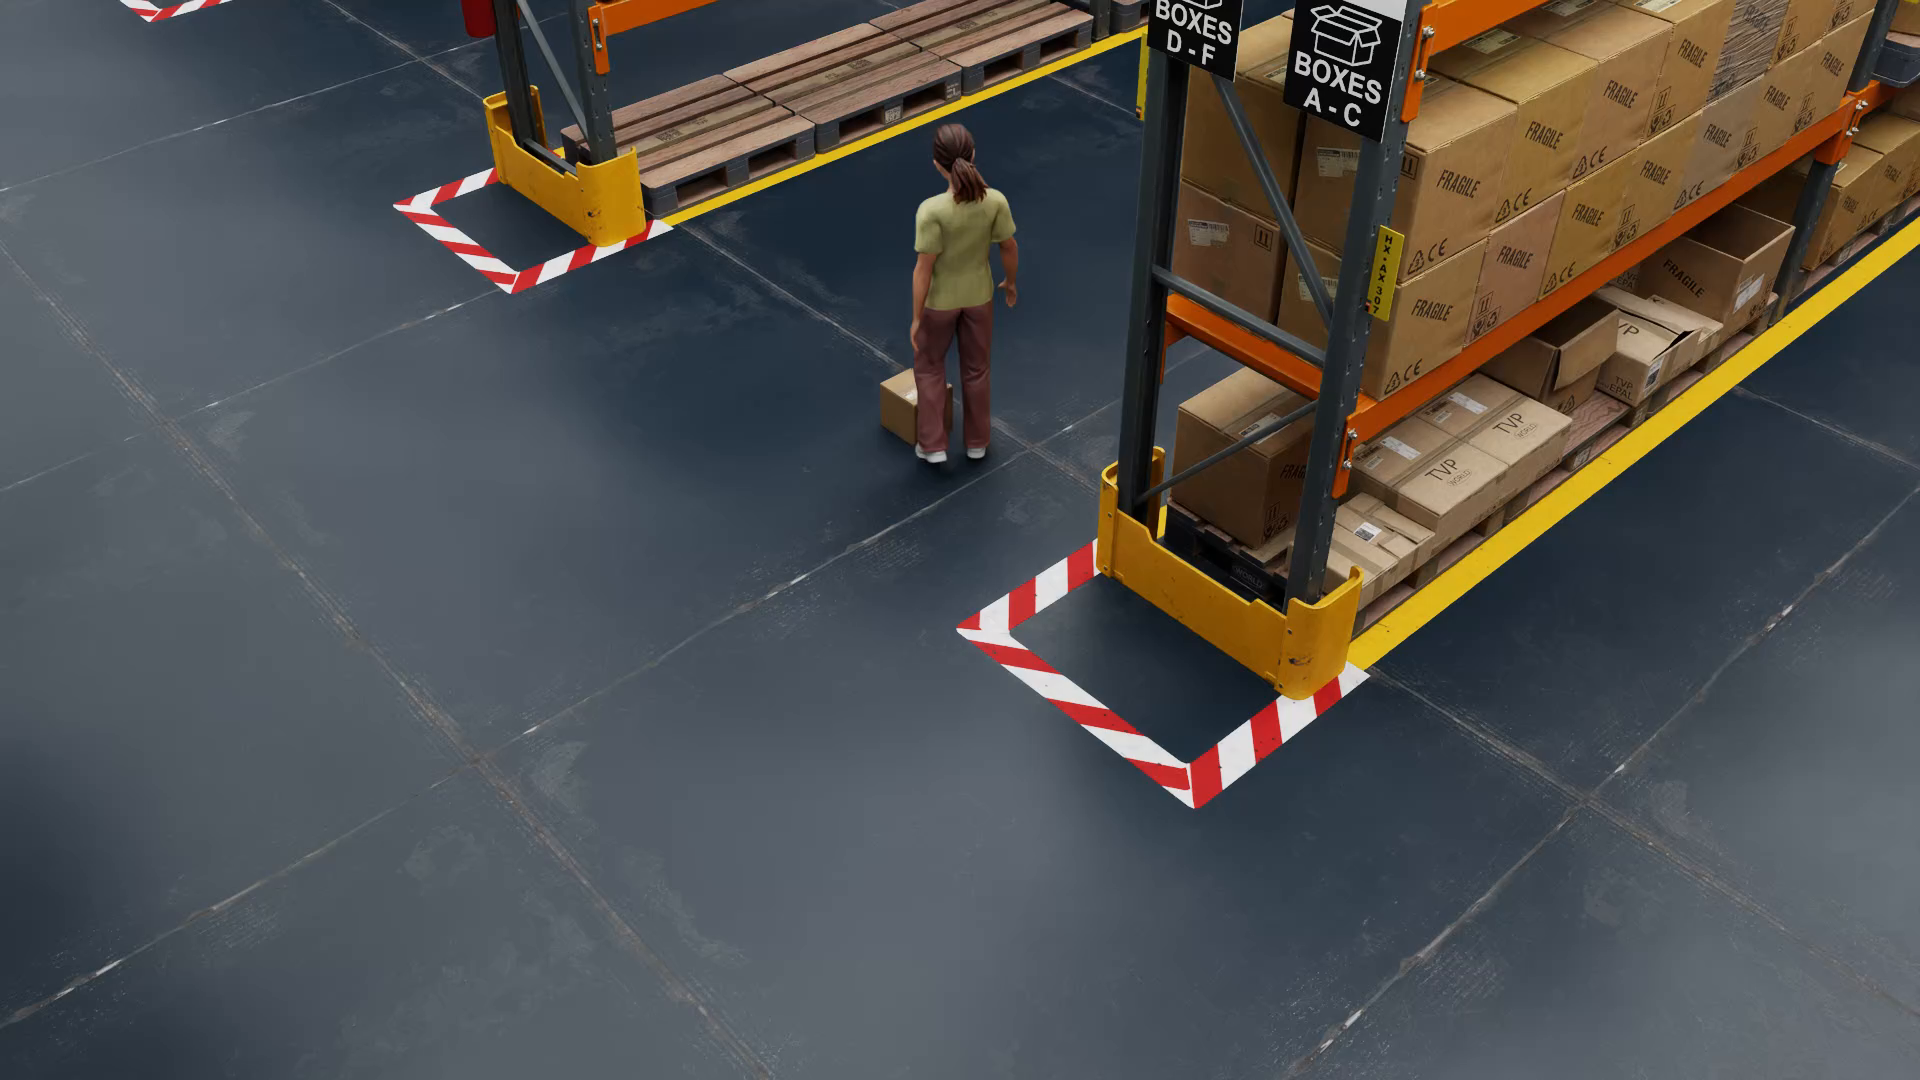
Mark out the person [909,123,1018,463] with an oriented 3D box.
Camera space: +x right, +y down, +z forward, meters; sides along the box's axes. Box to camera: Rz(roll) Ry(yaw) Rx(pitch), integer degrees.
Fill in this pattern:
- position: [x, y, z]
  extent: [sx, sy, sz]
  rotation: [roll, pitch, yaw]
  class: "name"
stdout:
- position: [0.004, -0.981, 7.455]
  extent: [0.557, 1.575, 0.392]
  rotation: [-12, 41, -13]
  class: "person"
